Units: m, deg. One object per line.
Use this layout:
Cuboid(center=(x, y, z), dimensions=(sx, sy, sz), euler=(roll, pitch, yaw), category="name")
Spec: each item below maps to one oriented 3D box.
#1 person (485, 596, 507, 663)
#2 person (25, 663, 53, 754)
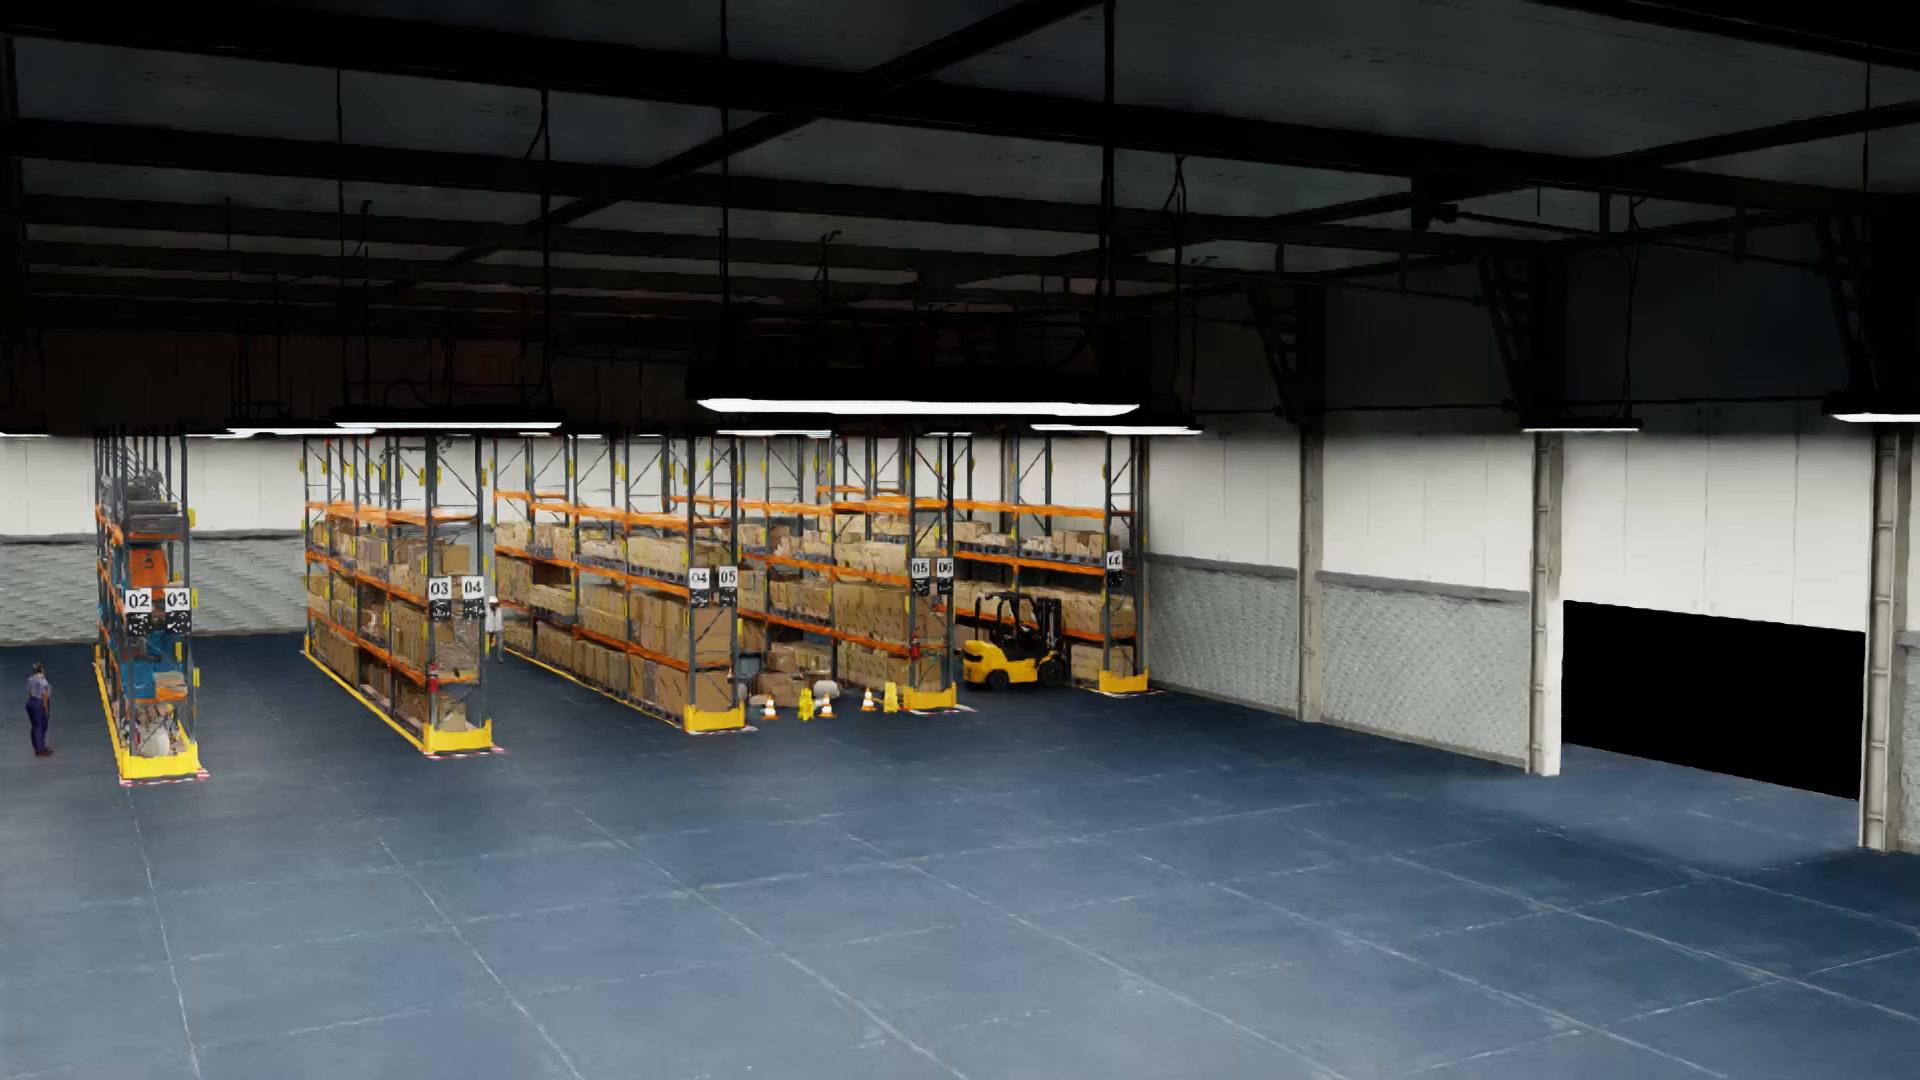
Cuboid(center=(-11.995, 2.277, 42.716), dimensions=(0.543, 1.700, 1.115), euler=(-2, 4, -26), category="person")
Cuboid(center=(-16.751, 3.055, 30.309), dimensions=(0.530, 1.648, 0.430), euler=(2, 4, 32), category="person")
